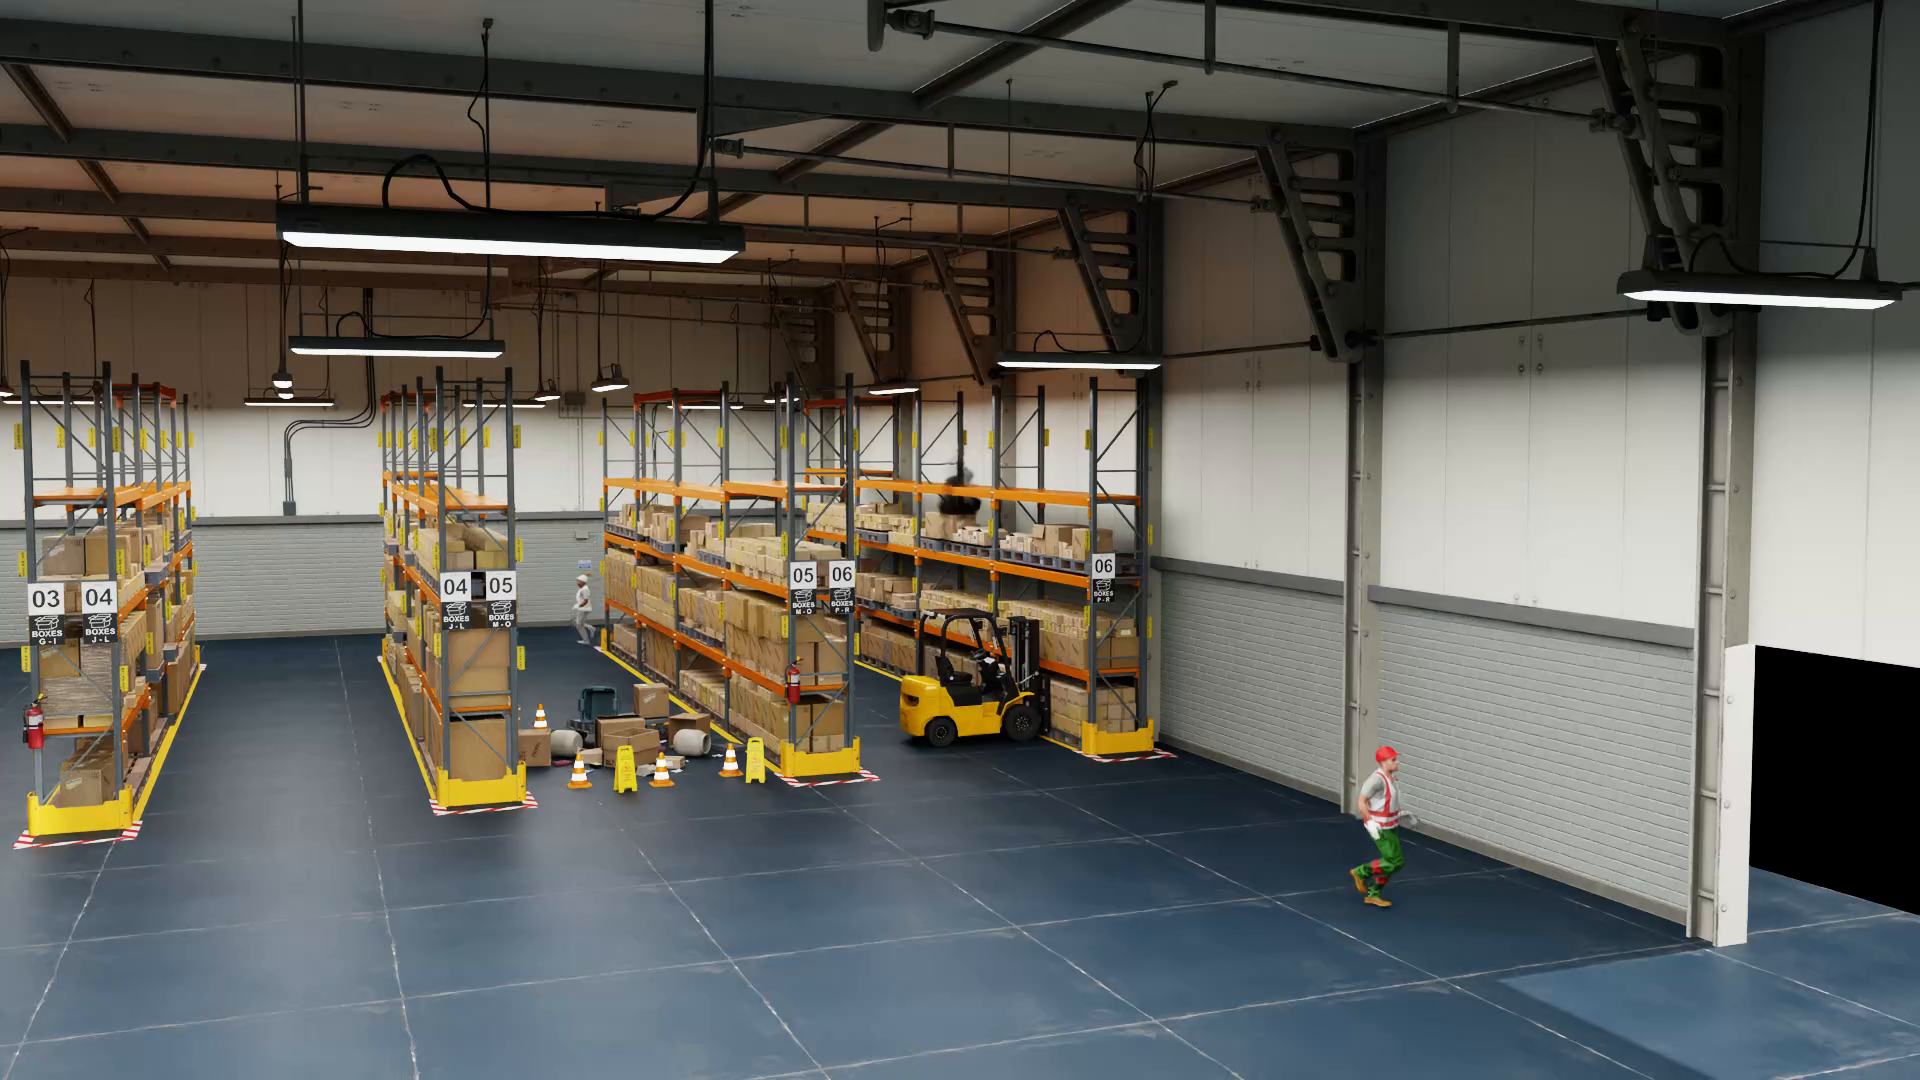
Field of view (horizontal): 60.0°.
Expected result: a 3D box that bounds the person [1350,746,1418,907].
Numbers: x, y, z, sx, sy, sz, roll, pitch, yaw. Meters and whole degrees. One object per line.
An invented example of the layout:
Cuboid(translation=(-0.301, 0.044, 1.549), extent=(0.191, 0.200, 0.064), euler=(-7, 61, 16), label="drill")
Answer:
Cuboid(translation=(4.534, 3.068, 17.800), extent=(0.634, 1.733, 0.659), euler=(3, 4, 36), label="person")

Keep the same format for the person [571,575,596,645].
Cuboid(translation=(-9.200, 1.714, 40.634), extent=(0.610, 1.723, 0.665), euler=(-1, 4, -16), label="person")
